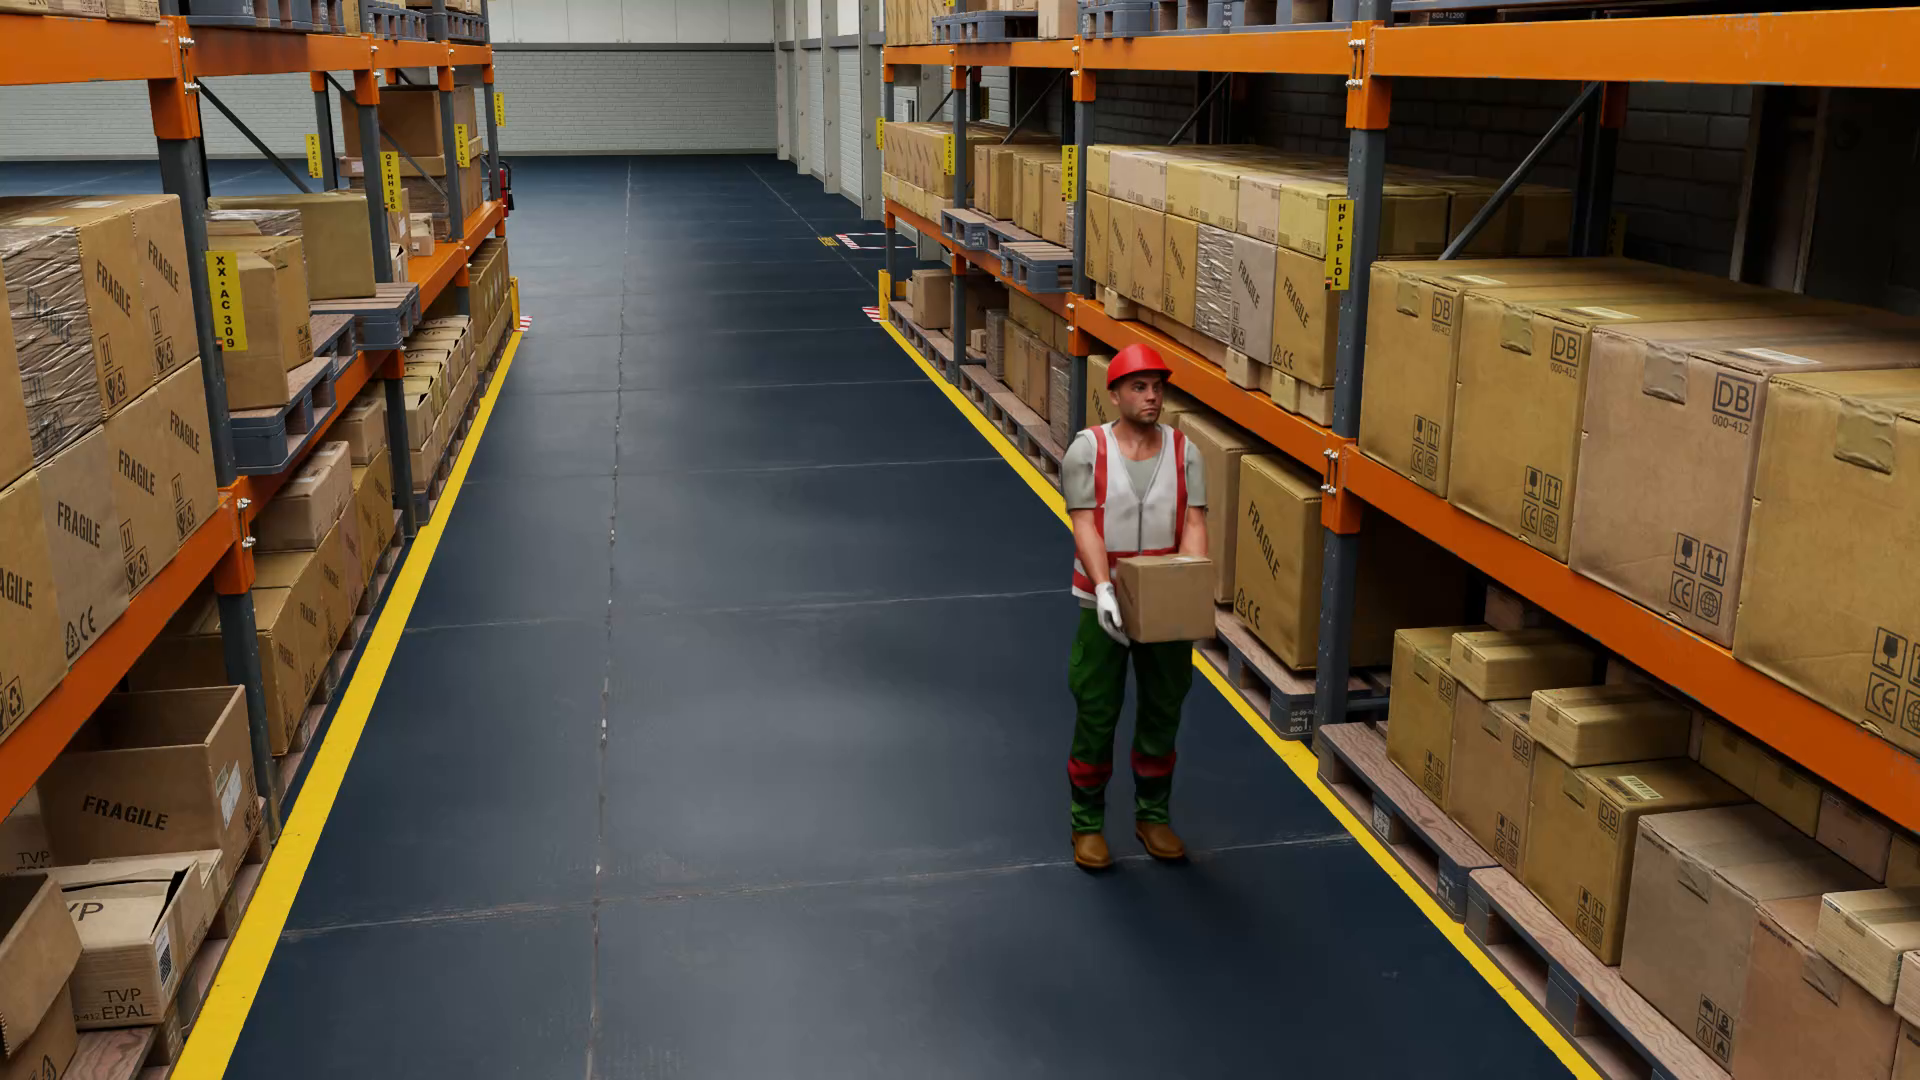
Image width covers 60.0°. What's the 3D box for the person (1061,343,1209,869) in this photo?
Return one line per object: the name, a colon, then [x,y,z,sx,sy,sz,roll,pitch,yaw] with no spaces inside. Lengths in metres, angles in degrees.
person: [0.607,0.250,5.628,0.497,1.792,0.556,-3,16,-10]
